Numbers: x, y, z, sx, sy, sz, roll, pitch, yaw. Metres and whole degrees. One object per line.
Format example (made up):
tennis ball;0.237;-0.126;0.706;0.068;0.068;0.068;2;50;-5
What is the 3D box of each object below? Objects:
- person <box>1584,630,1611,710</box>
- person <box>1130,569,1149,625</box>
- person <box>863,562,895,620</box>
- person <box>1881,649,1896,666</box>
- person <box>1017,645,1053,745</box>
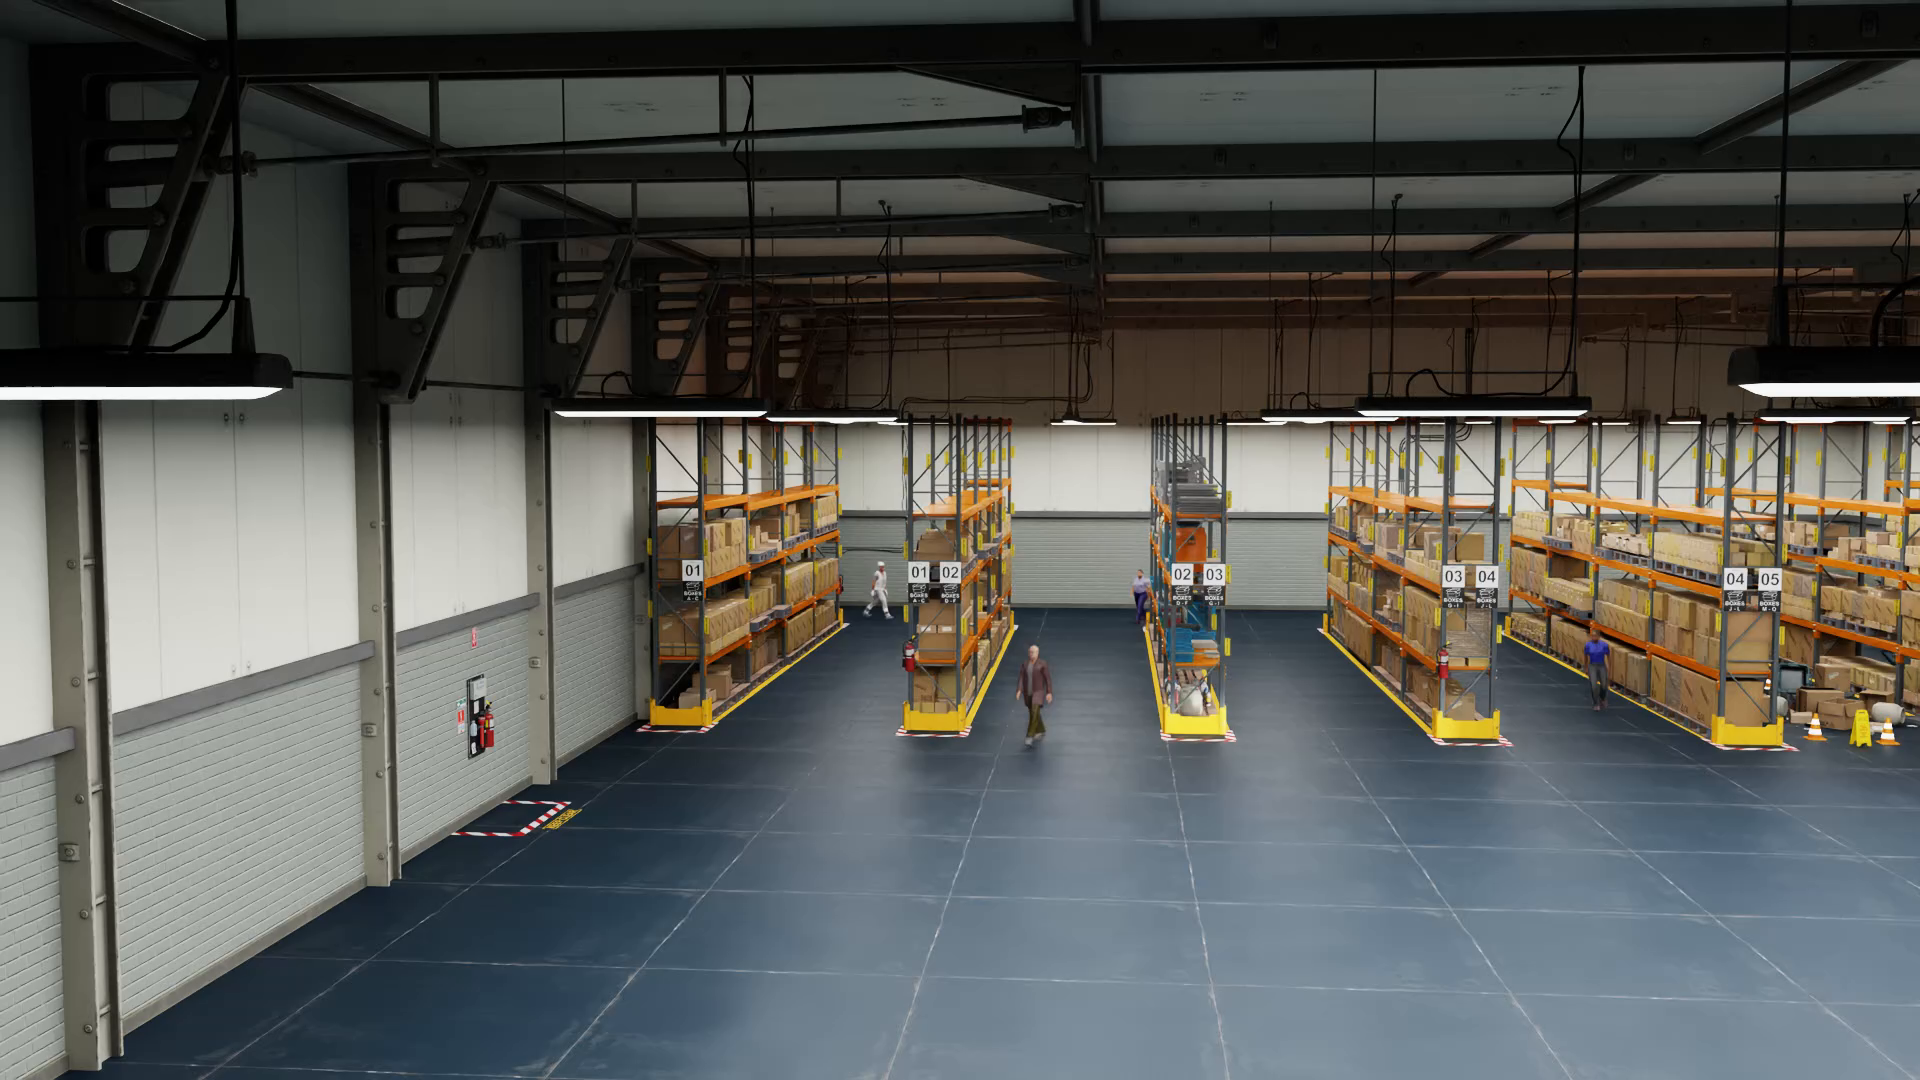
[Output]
person;13.000;2.630;33.911;0.522;1.641;0.469;2;4;22
person;5.269;1.643;48.577;0.493;1.586;1.034;3;5;38
person;-2.412;1.514;49.827;1.138;1.731;0.505;1;4;19
person;21.883;2.336;38.999;0.483;1.541;0.538;-1;4;-12
person;1.303;2.792;30.203;0.621;1.744;0.985;3;5;38
